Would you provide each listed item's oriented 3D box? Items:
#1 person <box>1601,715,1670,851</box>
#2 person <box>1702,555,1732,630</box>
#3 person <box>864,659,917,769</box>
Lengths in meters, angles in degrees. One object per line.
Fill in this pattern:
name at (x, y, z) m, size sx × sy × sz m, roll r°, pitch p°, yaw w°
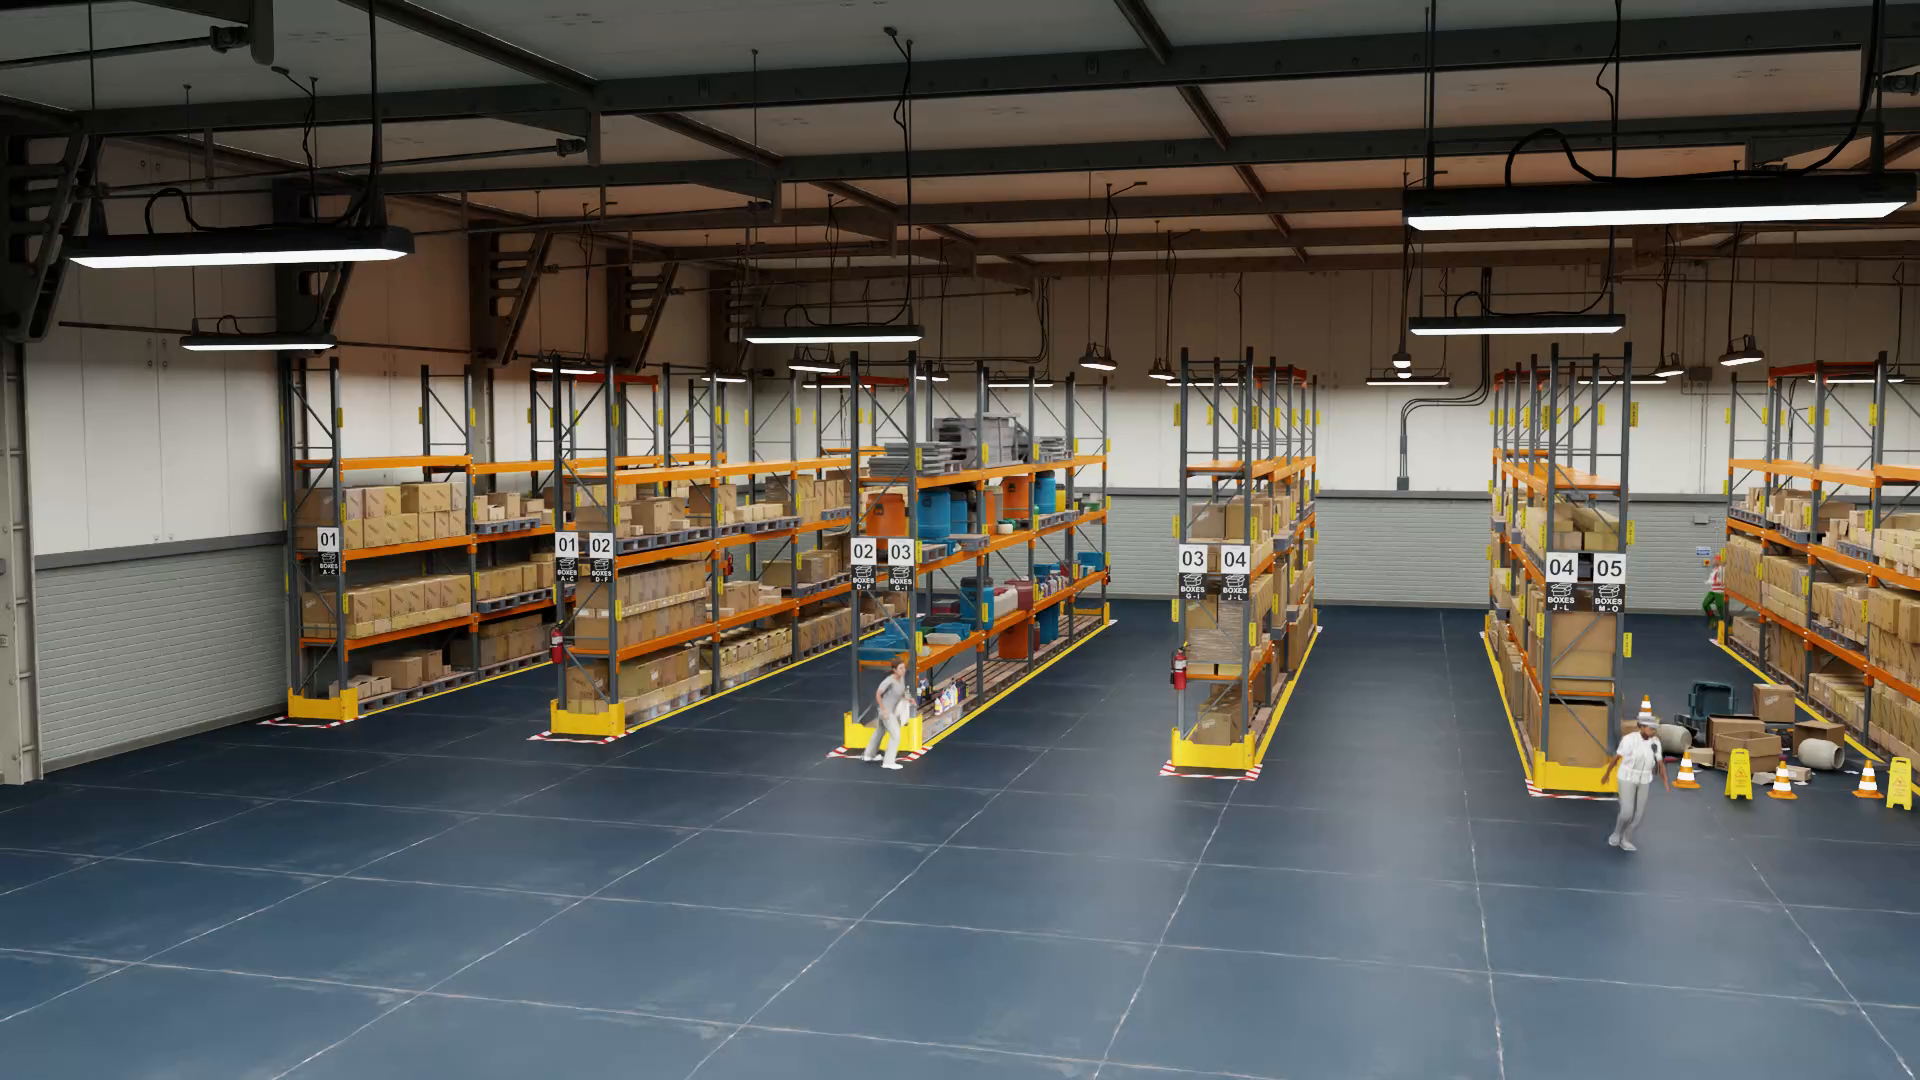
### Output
person at (7.784, 2.800, 19.111) m, size 0.579 × 1.611 × 0.608 m, roll -1°, pitch 4°, yaw -9°
person at (17.792, 1.249, 39.095) m, size 0.733 × 1.818 × 0.639 m, roll 0°, pitch 4°, yaw 0°
person at (-1.019, 2.470, 23.842) m, size 0.855 × 1.596 × 0.637 m, roll 1°, pitch 4°, yaw 15°
